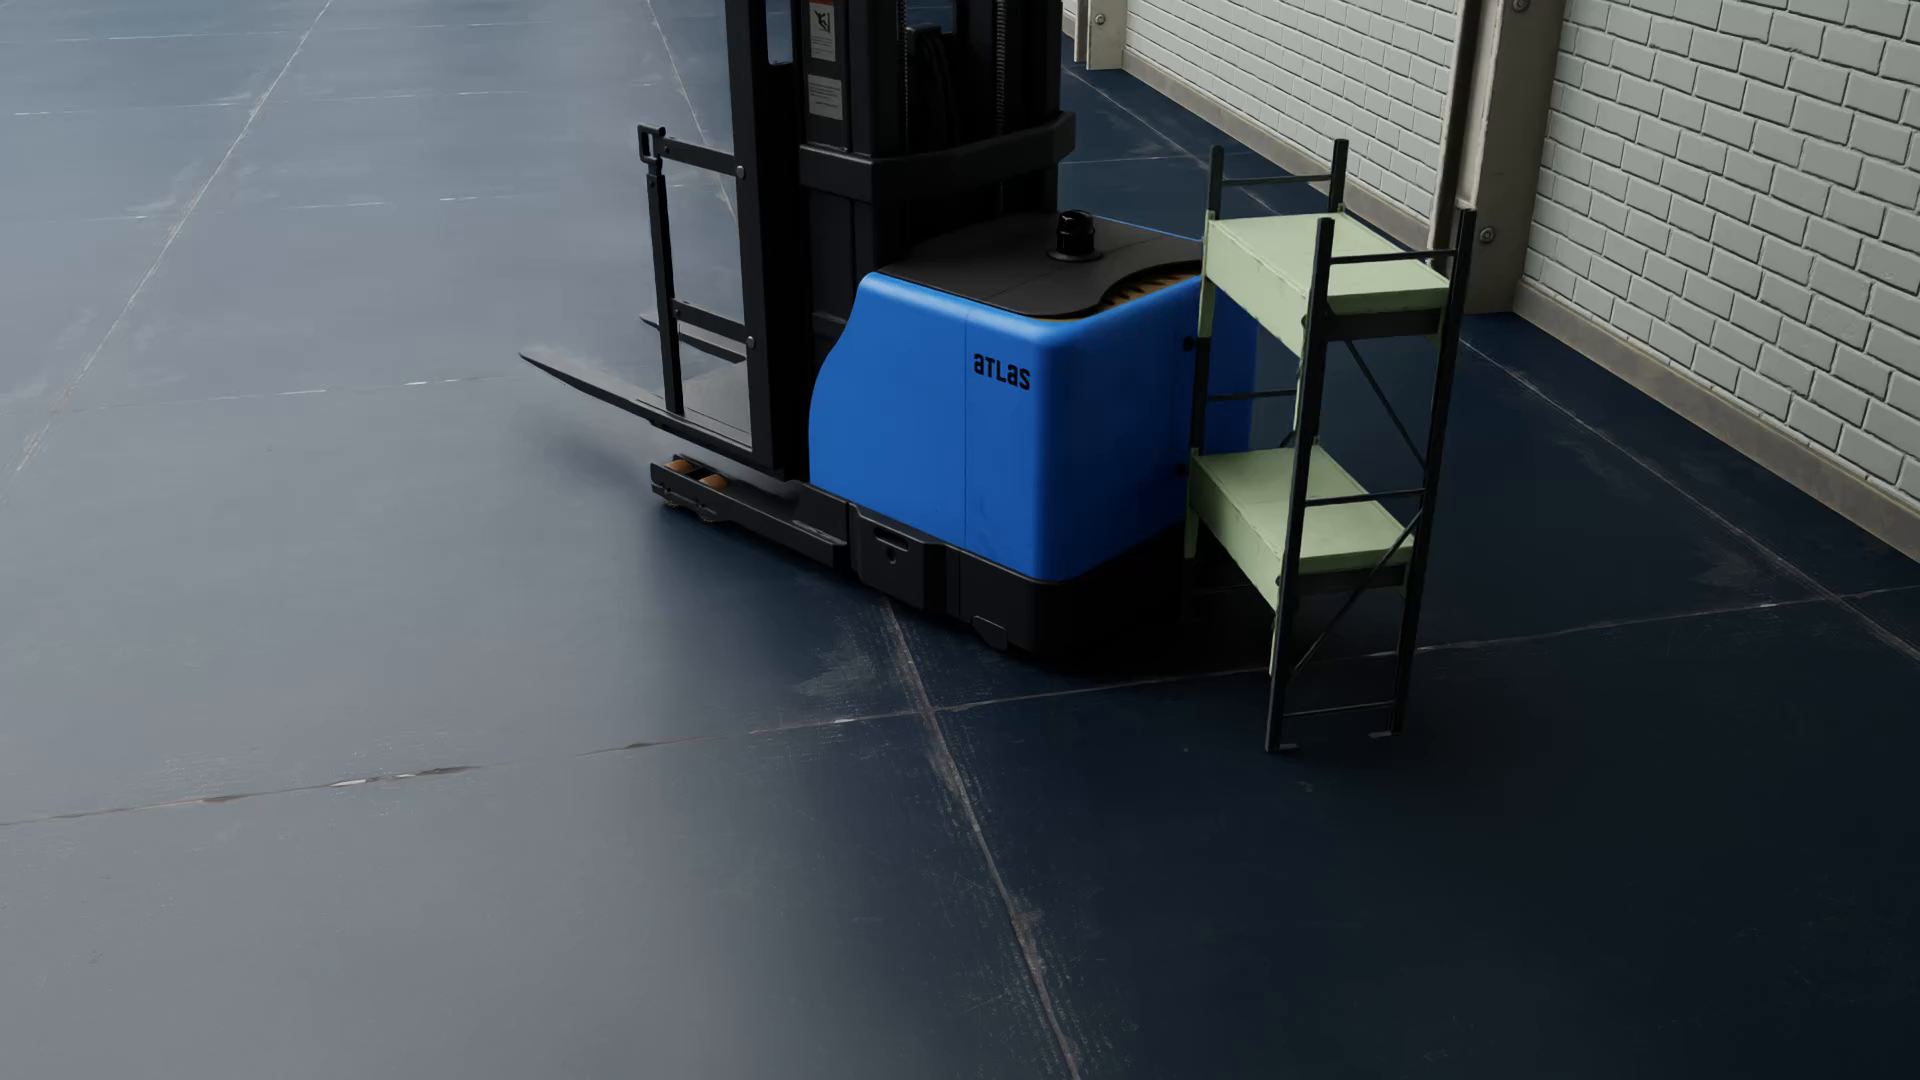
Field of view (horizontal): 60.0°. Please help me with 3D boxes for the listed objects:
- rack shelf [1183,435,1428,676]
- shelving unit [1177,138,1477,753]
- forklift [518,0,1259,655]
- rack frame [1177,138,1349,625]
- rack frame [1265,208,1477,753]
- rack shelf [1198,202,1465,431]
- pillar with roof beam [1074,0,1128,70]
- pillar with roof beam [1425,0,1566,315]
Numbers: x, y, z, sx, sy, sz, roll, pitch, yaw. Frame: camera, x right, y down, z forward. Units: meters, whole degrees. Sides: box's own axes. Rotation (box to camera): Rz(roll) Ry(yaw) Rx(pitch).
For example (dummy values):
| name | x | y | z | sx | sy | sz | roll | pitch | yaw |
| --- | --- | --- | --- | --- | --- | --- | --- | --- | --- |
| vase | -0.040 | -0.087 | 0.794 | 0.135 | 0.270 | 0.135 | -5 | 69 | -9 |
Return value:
| name | x | y | z | sx | sy | sz | roll | pitch | yaw |
| --- | --- | --- | --- | --- | --- | --- | --- | --- | --- |
| rack shelf | 0.962 | 0.025 | 4.760 | 0.431 | 0.370 | 0.720 | -6 | 27 | -11 |
| shelving unit | 0.963 | -0.266 | 4.613 | 0.431 | 1.500 | 0.755 | -6 | 27 | -11 |
| forklift | -0.470 | -1.522 | 5.512 | 3.031 | 2.935 | 1.130 | 23 | 35 | 38 |
| rack frame | 0.884 | -0.427 | 4.932 | 0.400 | 1.500 | 0.023 | -6 | 27 | -11 |
| rack frame | 1.042 | -0.105 | 4.294 | 0.400 | 1.500 | 0.023 | -6 | 27 | -11 |
| rack shelf | 0.963 | -0.615 | 4.437 | 0.431 | 0.370 | 0.720 | -6 | 27 | -11 |
| pillar with roof beam | -3.080 | -7.379 | 10.383 | 9.100 | 9.000 | 0.400 | -6 | 27 | -12 |
| pillar with roof beam | -1.728 | -4.745 | 5.165 | 9.100 | 9.000 | 0.400 | -6 | 27 | -12 |
